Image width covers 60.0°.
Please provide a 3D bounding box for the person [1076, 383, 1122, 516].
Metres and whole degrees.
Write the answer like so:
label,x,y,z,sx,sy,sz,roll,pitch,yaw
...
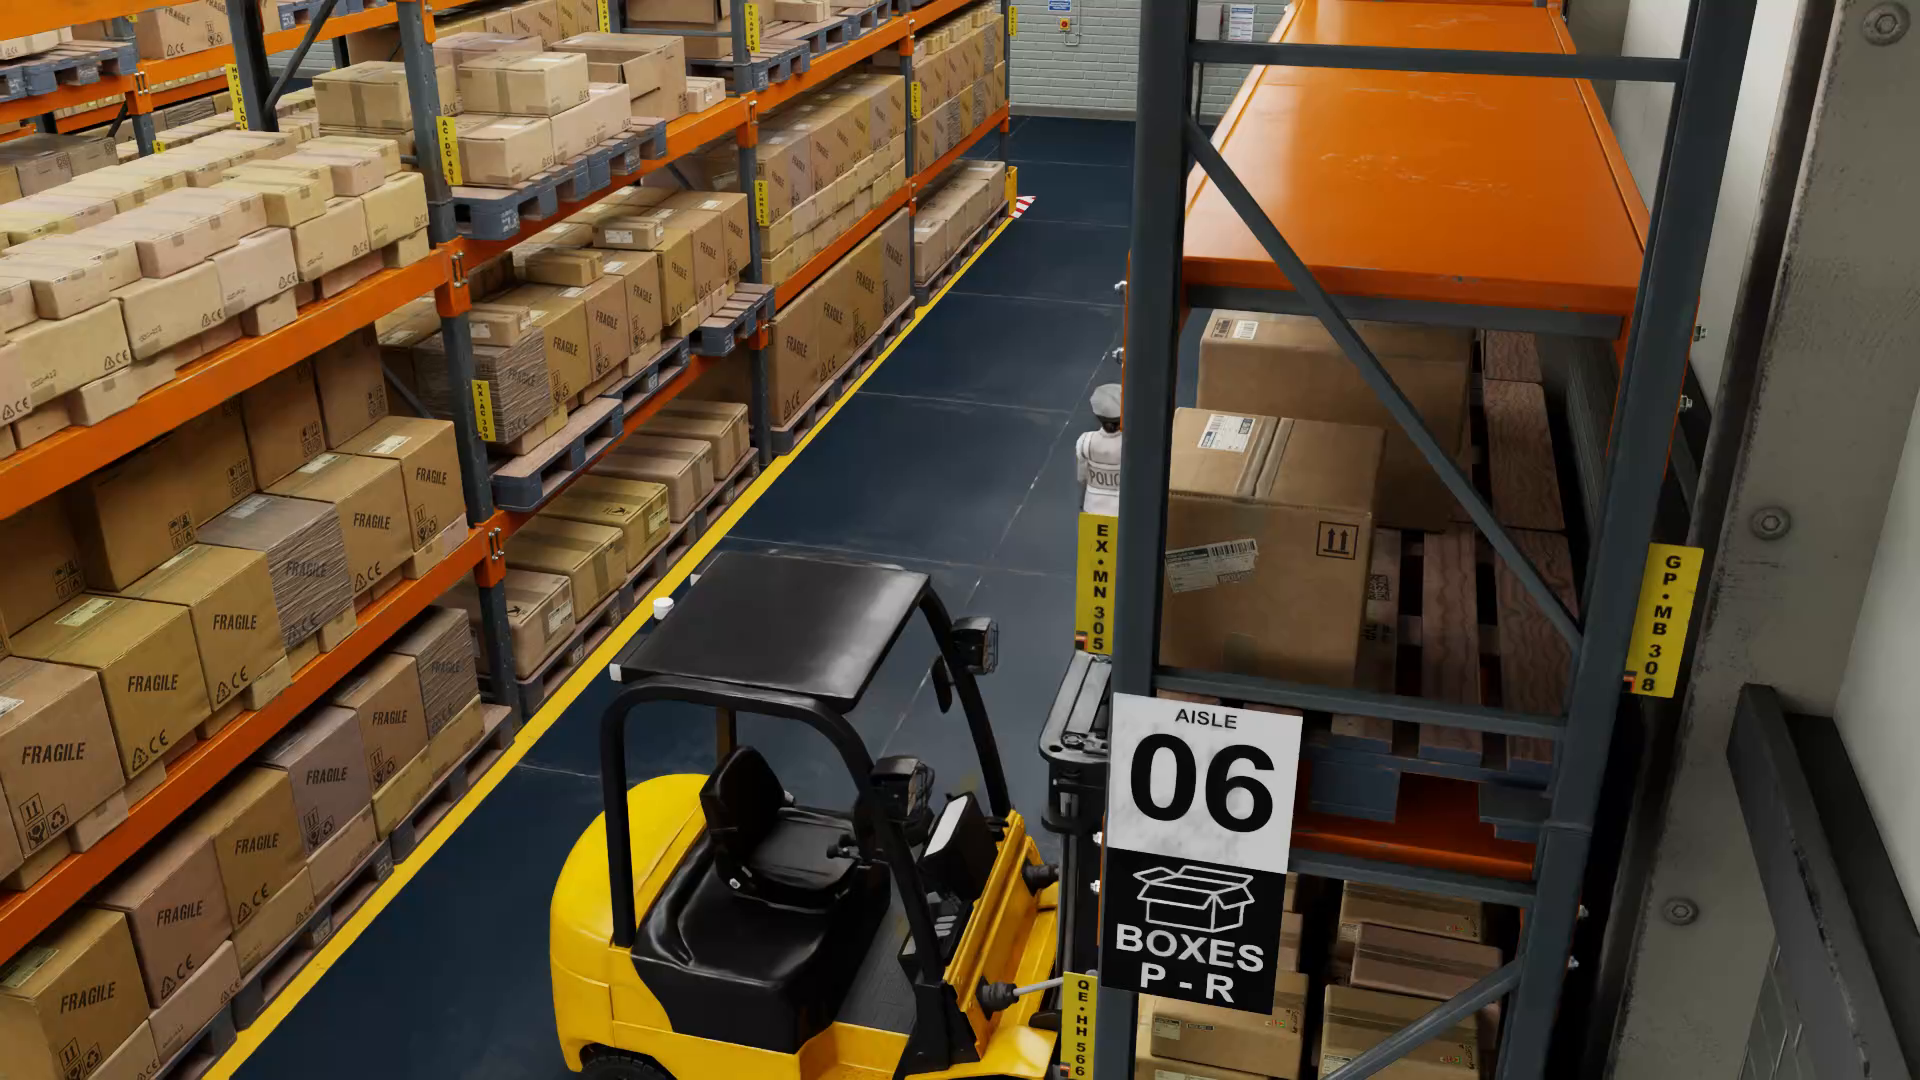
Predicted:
label,x,y,z,sx,sy,sz,roll,pitch,yaw
person,0.926,-0.172,10.026,0.460,1.686,0.557,6,26,13
